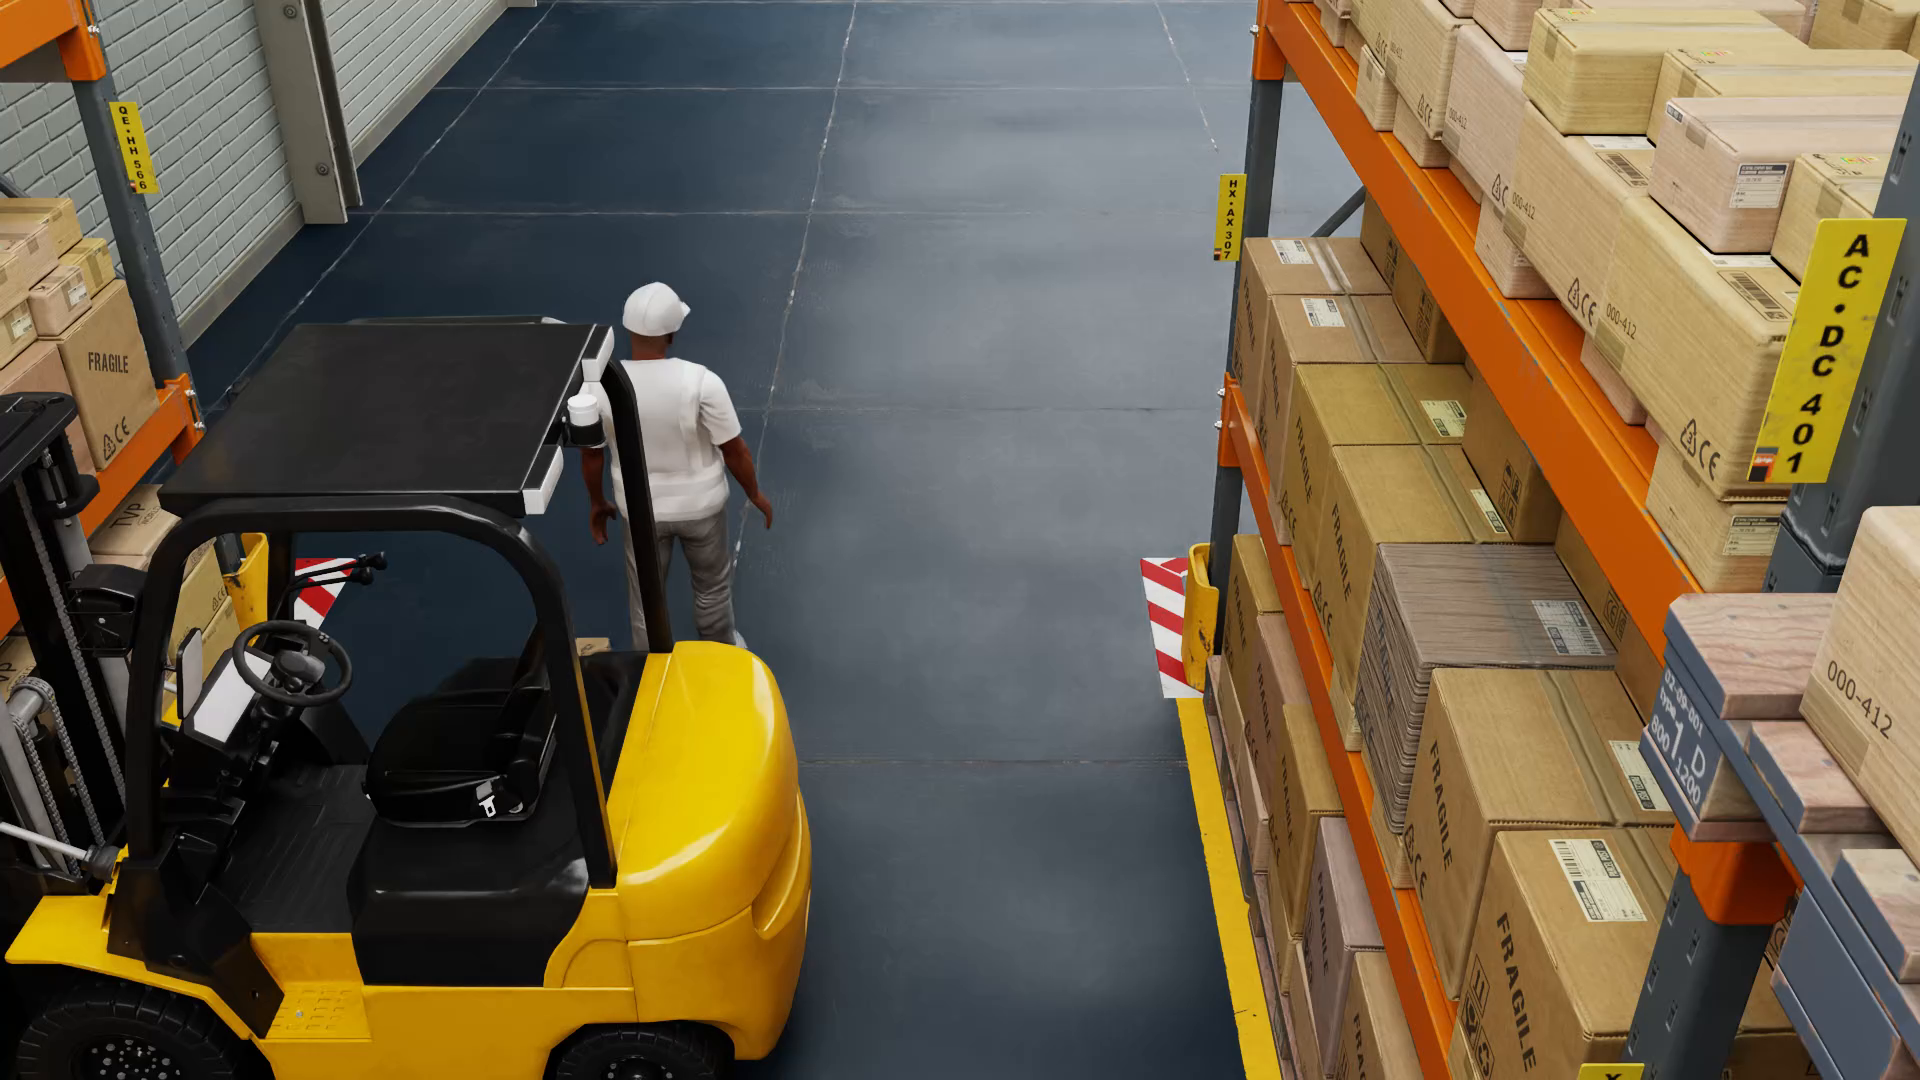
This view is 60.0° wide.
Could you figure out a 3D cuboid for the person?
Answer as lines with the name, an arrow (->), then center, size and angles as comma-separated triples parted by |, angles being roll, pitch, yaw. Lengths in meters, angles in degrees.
person -> -1.067, -0.161, 6.347 | 0.699, 1.767, 0.577 | 0, 31, -1
